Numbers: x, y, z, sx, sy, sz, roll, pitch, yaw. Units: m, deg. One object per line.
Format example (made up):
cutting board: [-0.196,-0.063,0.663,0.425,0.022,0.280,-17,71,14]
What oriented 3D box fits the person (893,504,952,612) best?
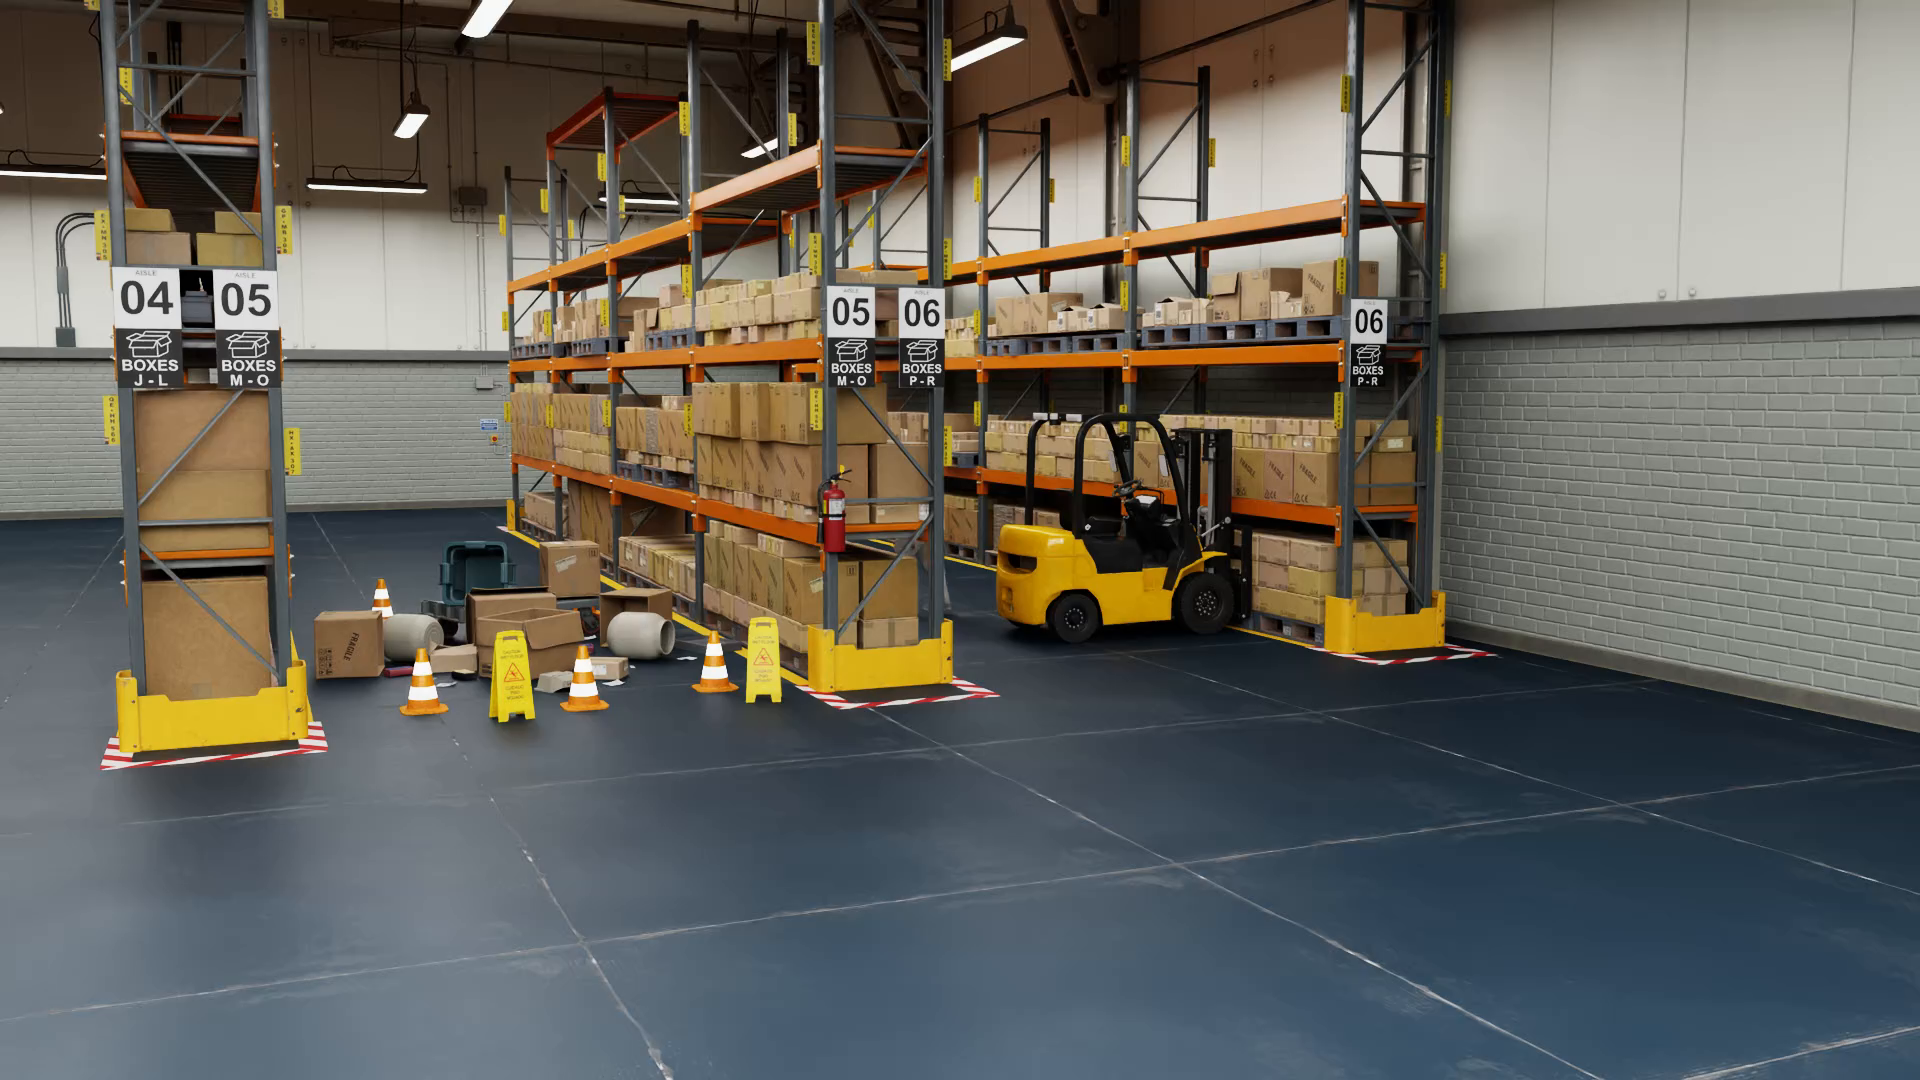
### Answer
person: [-0.508,-0.094,17.636,0.819,1.712,0.639,3,6,29]
